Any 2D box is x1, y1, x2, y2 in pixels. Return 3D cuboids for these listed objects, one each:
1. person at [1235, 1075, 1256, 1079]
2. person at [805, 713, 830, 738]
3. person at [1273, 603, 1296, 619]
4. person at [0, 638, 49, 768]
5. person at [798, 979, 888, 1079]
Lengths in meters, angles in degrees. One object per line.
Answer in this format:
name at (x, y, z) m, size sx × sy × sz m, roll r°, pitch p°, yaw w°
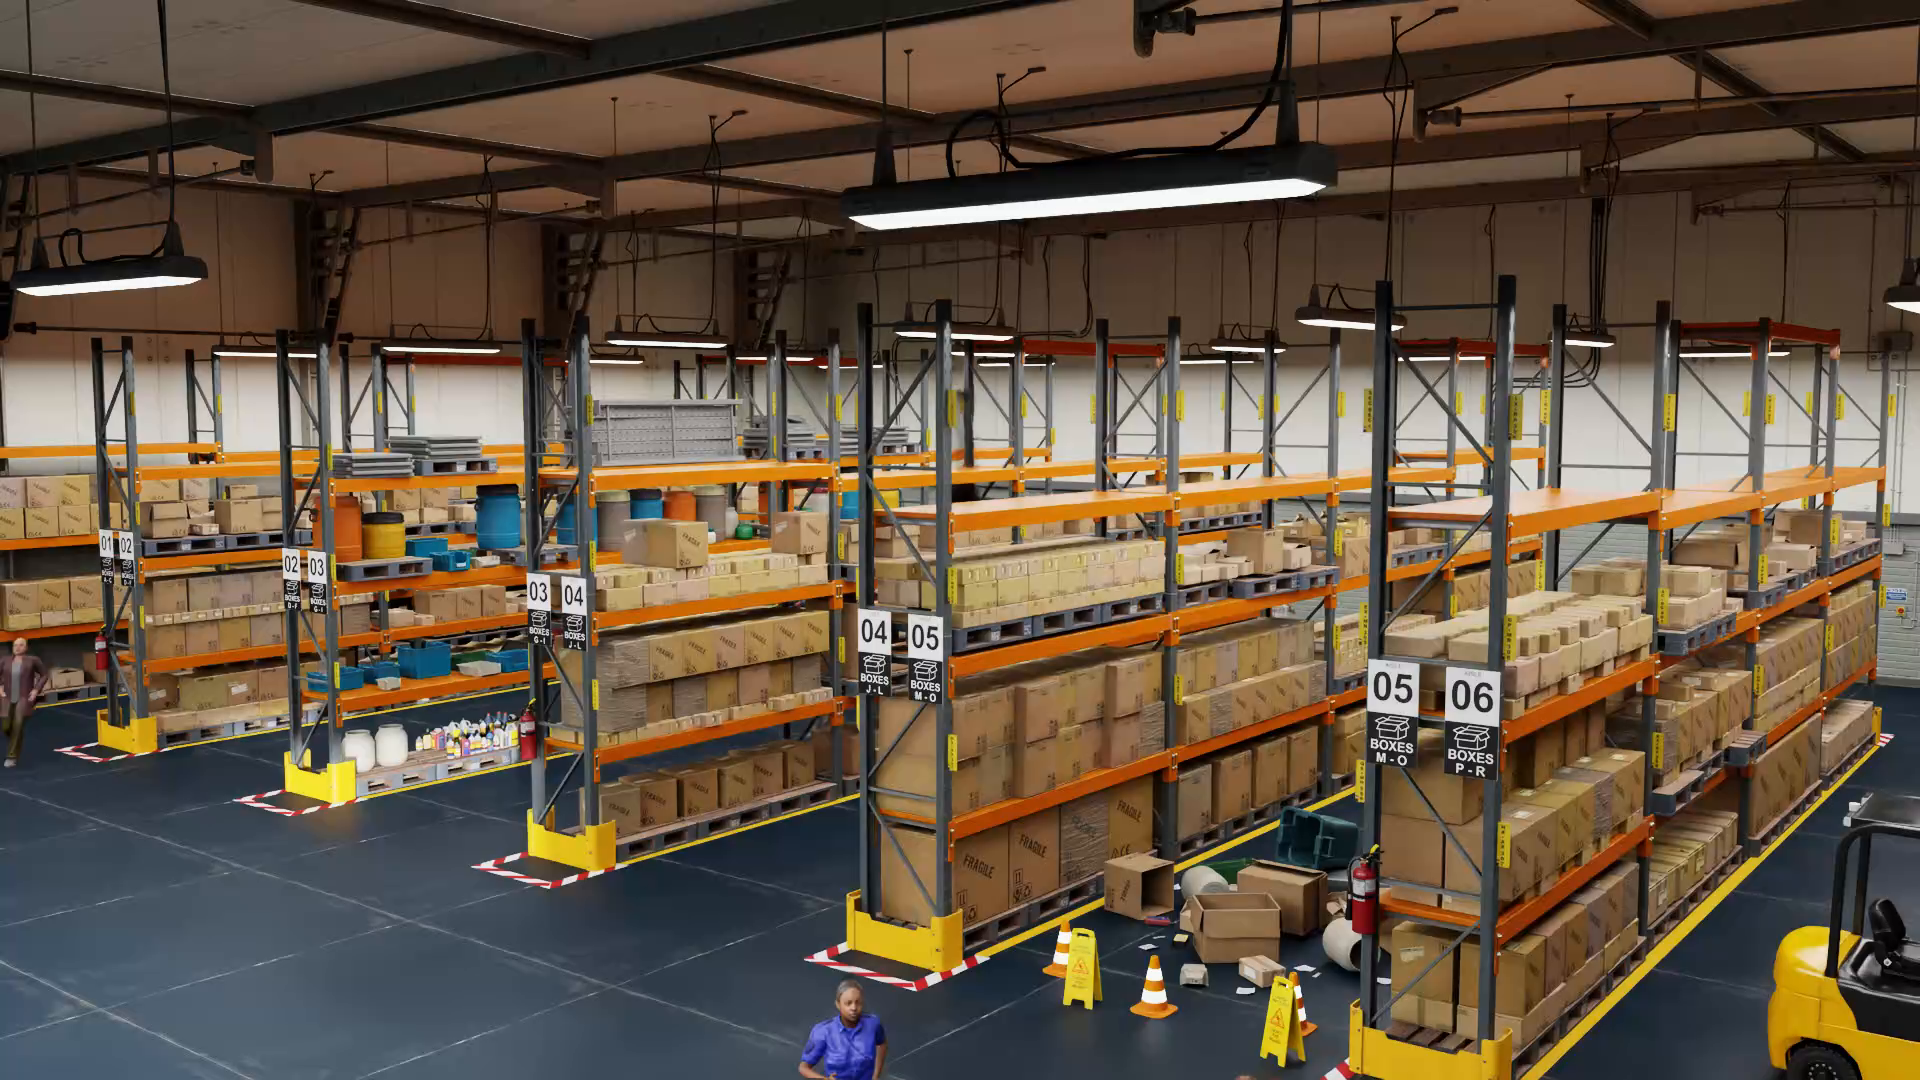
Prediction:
person at (1.482, 3.583, 9.030) m, size 0.693 × 1.692 × 1.009 m, roll 0°, pitch 5°, yaw -4°
person at (-2.133, 2.112, 25.201) m, size 0.714 × 1.733 × 0.791 m, roll 3°, pitch 6°, yaw 29°
person at (6.132, 1.564, 31.877) m, size 0.584 × 1.668 × 0.643 m, roll -3°, pitch 6°, yaw -32°
person at (-13.258, 2.269, 23.450) m, size 0.735 × 1.782 × 0.822 m, roll -1°, pitch 5°, yaw -15°
person at (-0.699, 3.474, 10.057) m, size 0.555 × 1.706 × 0.816 m, roll -1°, pitch 5°, yaw -6°
